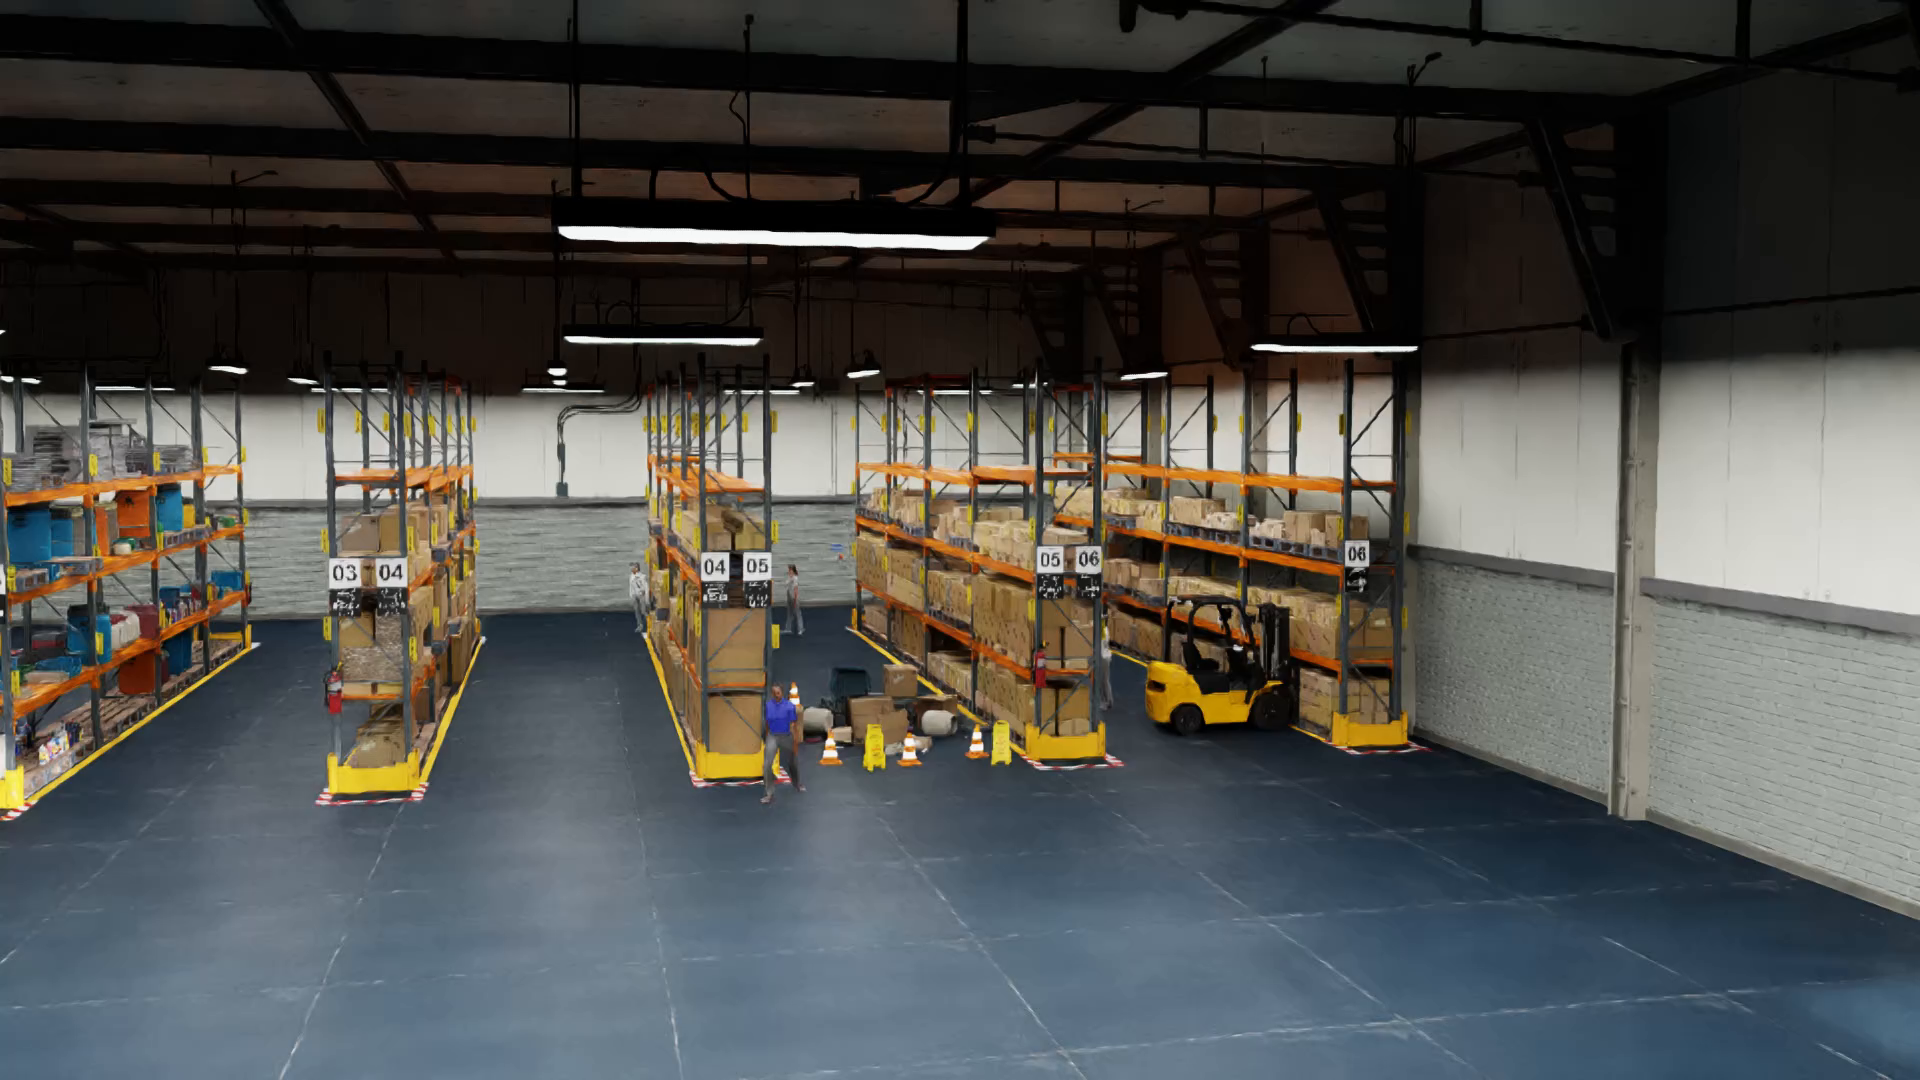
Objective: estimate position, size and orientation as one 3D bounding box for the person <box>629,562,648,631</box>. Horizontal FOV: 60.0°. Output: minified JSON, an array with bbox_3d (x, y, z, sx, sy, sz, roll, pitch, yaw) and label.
[{"bbox_3d":[-7.785,1.358,40.481,0.533,1.670,0.518,2,4,24],"label":"person"}]

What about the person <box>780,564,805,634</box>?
[{"bbox_3d":[-3.977,1.403,39.660,0.503,1.672,0.563,-2,4,-24],"label":"person"}]

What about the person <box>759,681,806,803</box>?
[{"bbox_3d":[-2.368,2.658,22.191,0.505,1.591,0.939,1,4,8],"label":"person"}]

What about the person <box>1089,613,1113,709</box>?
[{"bbox_3d":[2.469,2.112,29.388,0.549,1.665,0.574,1,4,18],"label":"person"}]
